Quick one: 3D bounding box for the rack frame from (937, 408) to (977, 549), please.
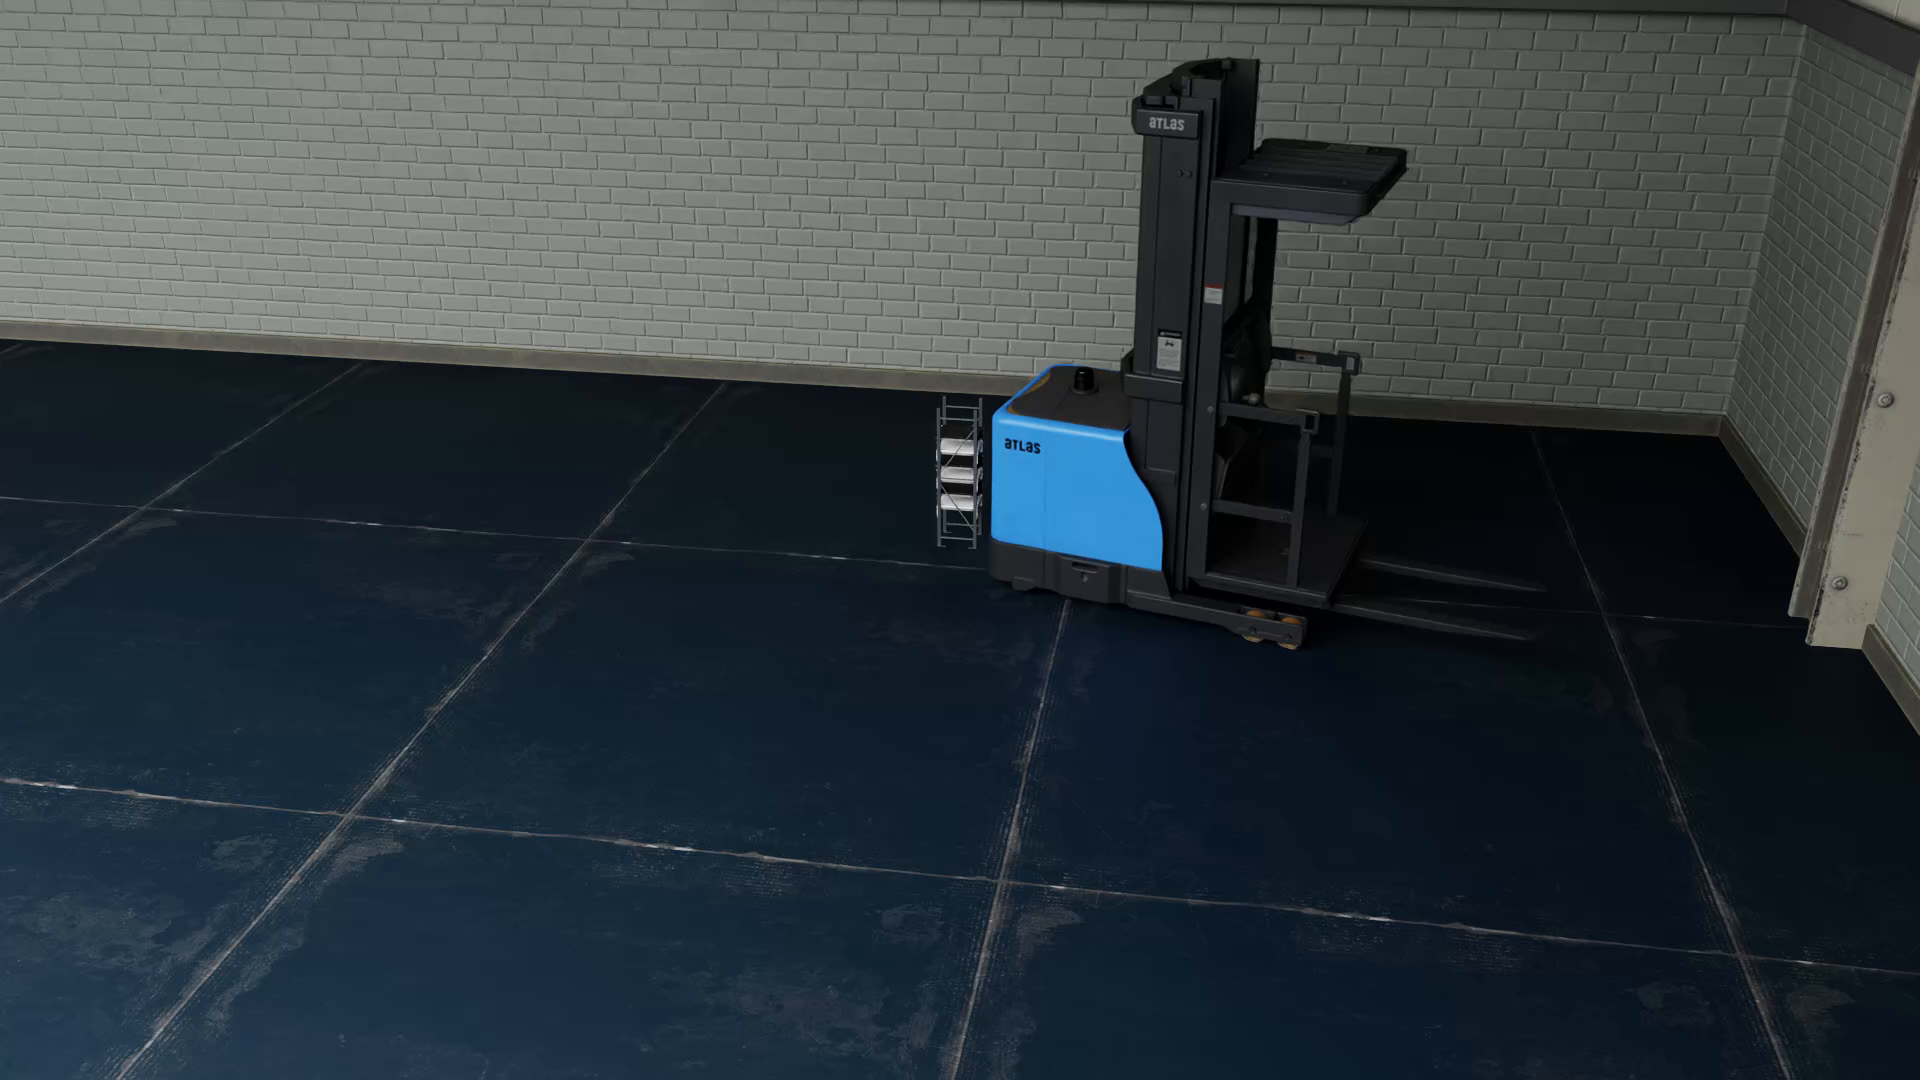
[{"bbox_3d":[-0.018,-0.362,9.961,0.240,0.900,0.006,4,25,9],"label":"rack frame"}]

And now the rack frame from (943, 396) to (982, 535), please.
[{"bbox_3d":[0.015,-0.447,10.143,0.240,0.900,0.006,4,25,9],"label":"rack frame"}]

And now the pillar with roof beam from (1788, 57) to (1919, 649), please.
[{"bbox_3d":[0.542,-3.876,7.915,9.100,9.000,0.400,4,25,9],"label":"pillar with roof beam"}]

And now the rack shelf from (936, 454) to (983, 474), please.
[{"bbox_3d":[-0.001,-0.455,10.028,0.258,0.077,0.200,4,25,9],"label":"rack shelf"}]

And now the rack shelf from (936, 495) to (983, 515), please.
[{"bbox_3d":[-0.001,-0.211,10.142,0.258,0.077,0.200,4,25,9],"label":"rack shelf"}]

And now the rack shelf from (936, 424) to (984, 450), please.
[{"bbox_3d":[-0.001,-0.619,9.952,0.258,0.077,0.200,4,25,9],"label":"rack shelf"}]

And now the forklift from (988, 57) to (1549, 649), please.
[{"bbox_3d":[1.728,-0.995,8.919,3.031,2.935,1.130,11,27,21],"label":"forklift"}]

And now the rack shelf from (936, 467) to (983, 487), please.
[{"bbox_3d":[-0.001,-0.374,10.066,0.258,0.077,0.200,4,25,9],"label":"rack shelf"}]

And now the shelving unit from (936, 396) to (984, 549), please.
[{"bbox_3d":[-0.001,-0.404,10.052,0.258,0.900,0.210,4,25,9],"label":"shelving unit"}]

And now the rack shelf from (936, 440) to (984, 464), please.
[{"bbox_3d":[-0.001,-0.537,9.990,0.258,0.077,0.200,4,25,9],"label":"rack shelf"}]

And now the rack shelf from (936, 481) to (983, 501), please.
[{"bbox_3d":[-0.001,-0.292,10.104,0.258,0.077,0.200,4,25,9],"label":"rack shelf"}]
